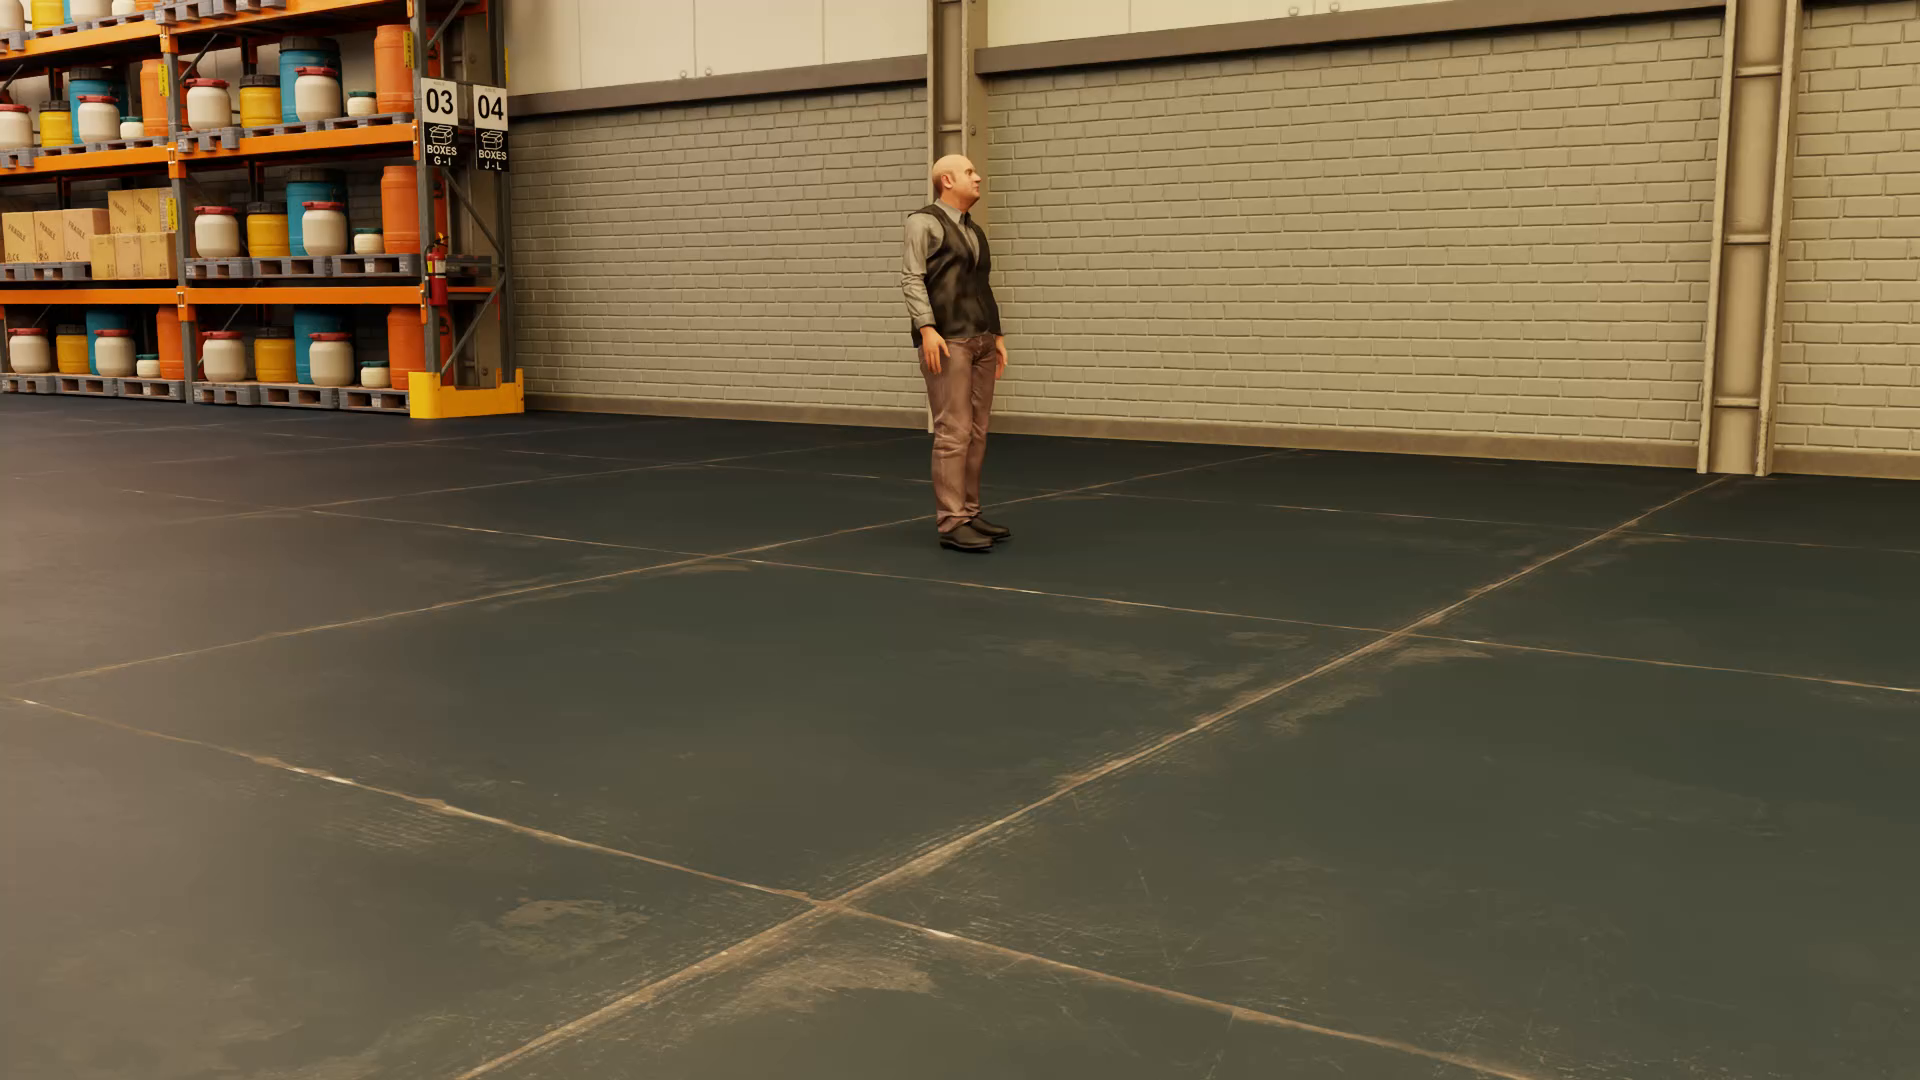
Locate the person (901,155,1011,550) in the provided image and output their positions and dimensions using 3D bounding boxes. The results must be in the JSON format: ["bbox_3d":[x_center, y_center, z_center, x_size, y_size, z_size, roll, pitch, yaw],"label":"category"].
[{"bbox_3d":[0.047,-0.854,7.440,0.568,1.720,0.632,5,10,34],"label":"person"}]
